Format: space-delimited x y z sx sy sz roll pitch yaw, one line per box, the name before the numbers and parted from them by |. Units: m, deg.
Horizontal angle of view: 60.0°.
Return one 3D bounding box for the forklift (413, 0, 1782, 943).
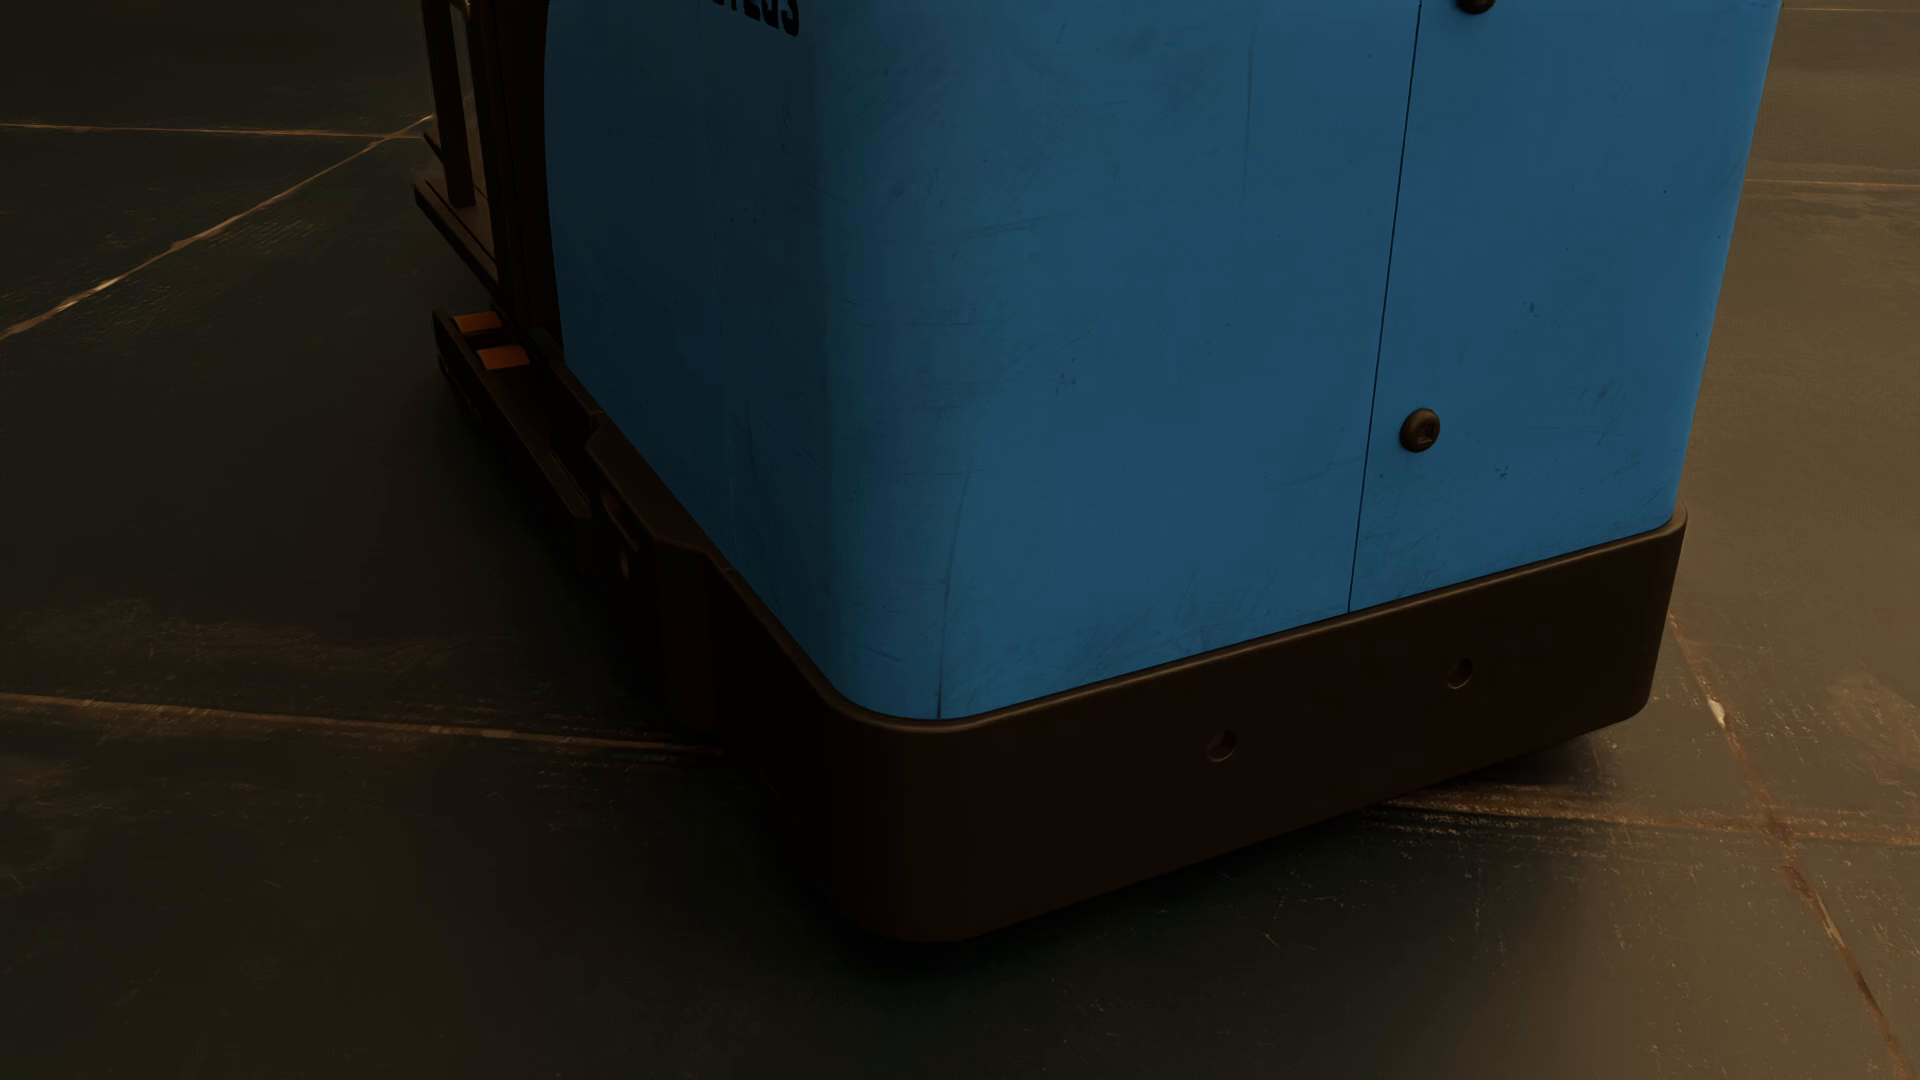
forklift | -0.290 -1.558 2.339 1.130 2.935 3.031 -13 29 -24
